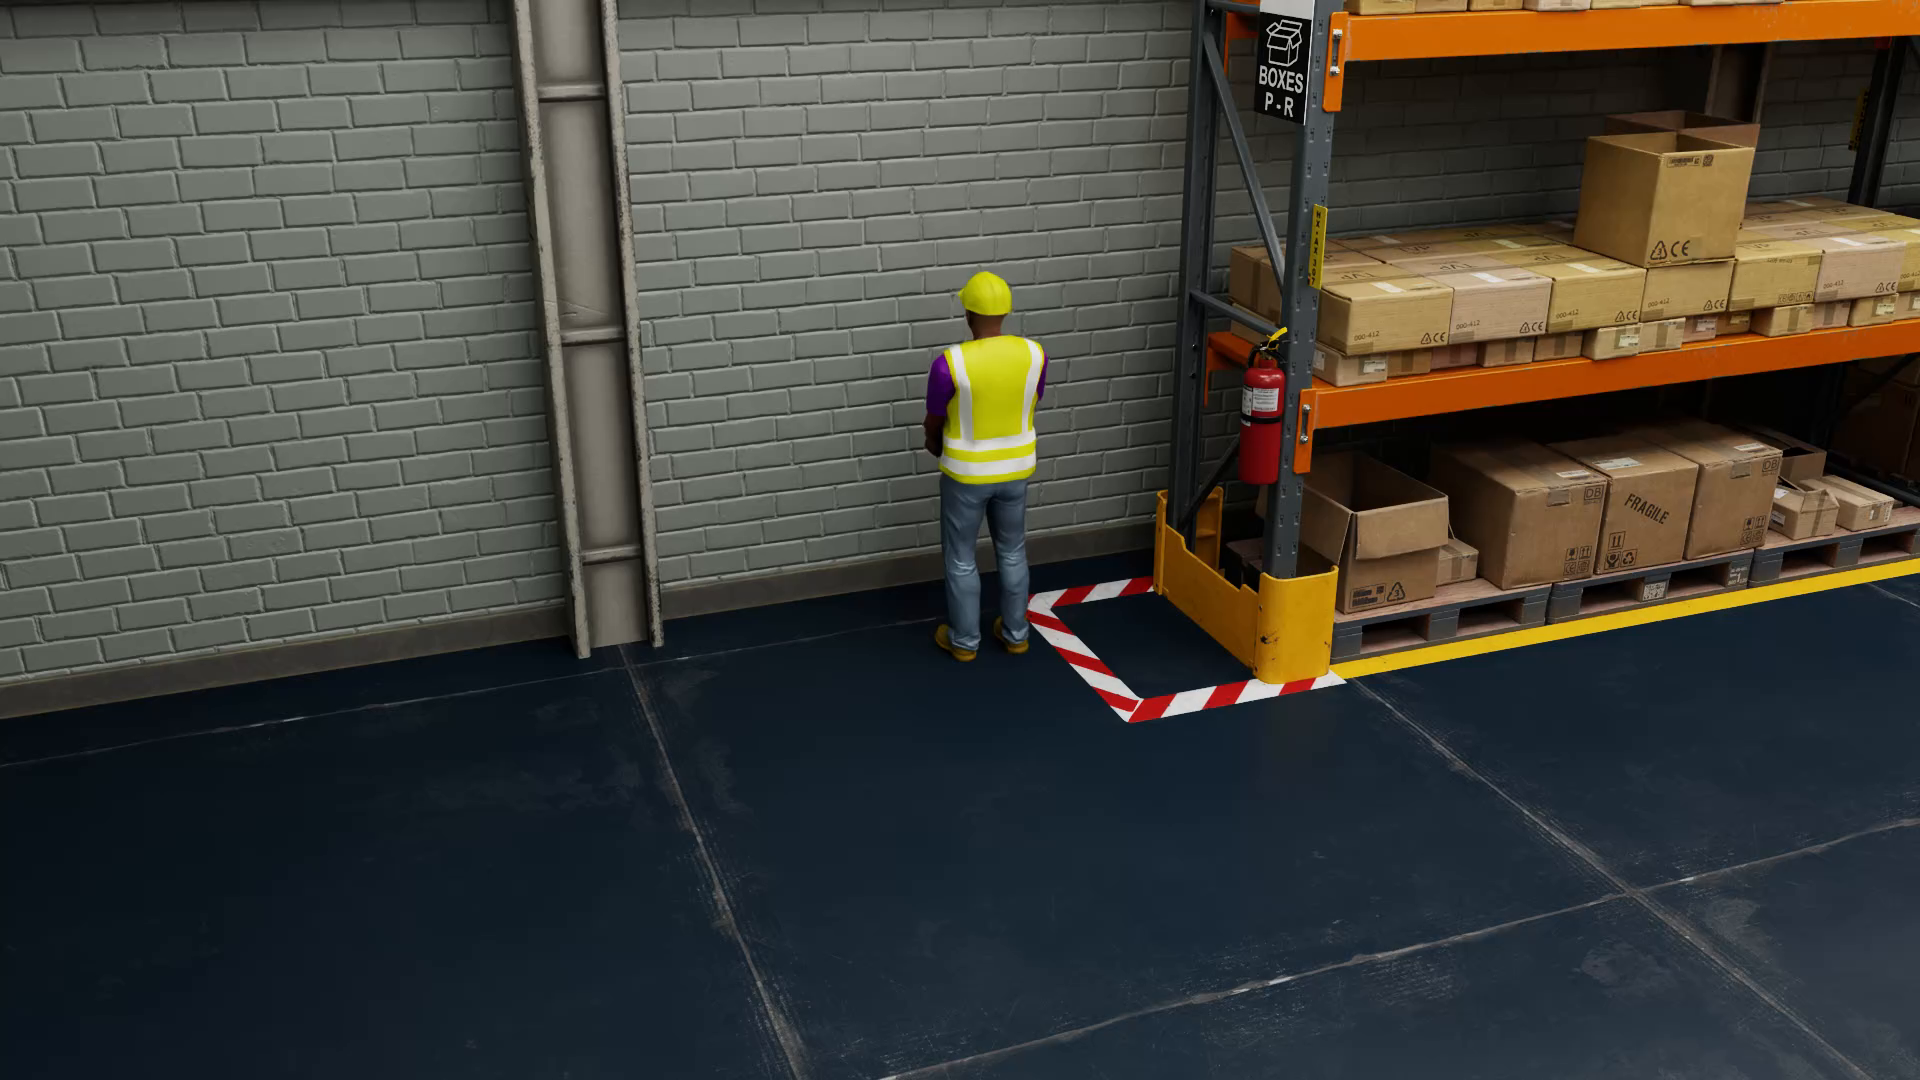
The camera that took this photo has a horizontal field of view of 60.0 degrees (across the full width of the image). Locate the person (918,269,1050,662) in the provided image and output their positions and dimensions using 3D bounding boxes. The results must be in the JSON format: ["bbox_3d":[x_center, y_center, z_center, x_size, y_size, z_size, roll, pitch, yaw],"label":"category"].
[{"bbox_3d":[0.099,-0.314,7.329,0.604,1.762,0.446,-9,24,-21],"label":"person"}]
